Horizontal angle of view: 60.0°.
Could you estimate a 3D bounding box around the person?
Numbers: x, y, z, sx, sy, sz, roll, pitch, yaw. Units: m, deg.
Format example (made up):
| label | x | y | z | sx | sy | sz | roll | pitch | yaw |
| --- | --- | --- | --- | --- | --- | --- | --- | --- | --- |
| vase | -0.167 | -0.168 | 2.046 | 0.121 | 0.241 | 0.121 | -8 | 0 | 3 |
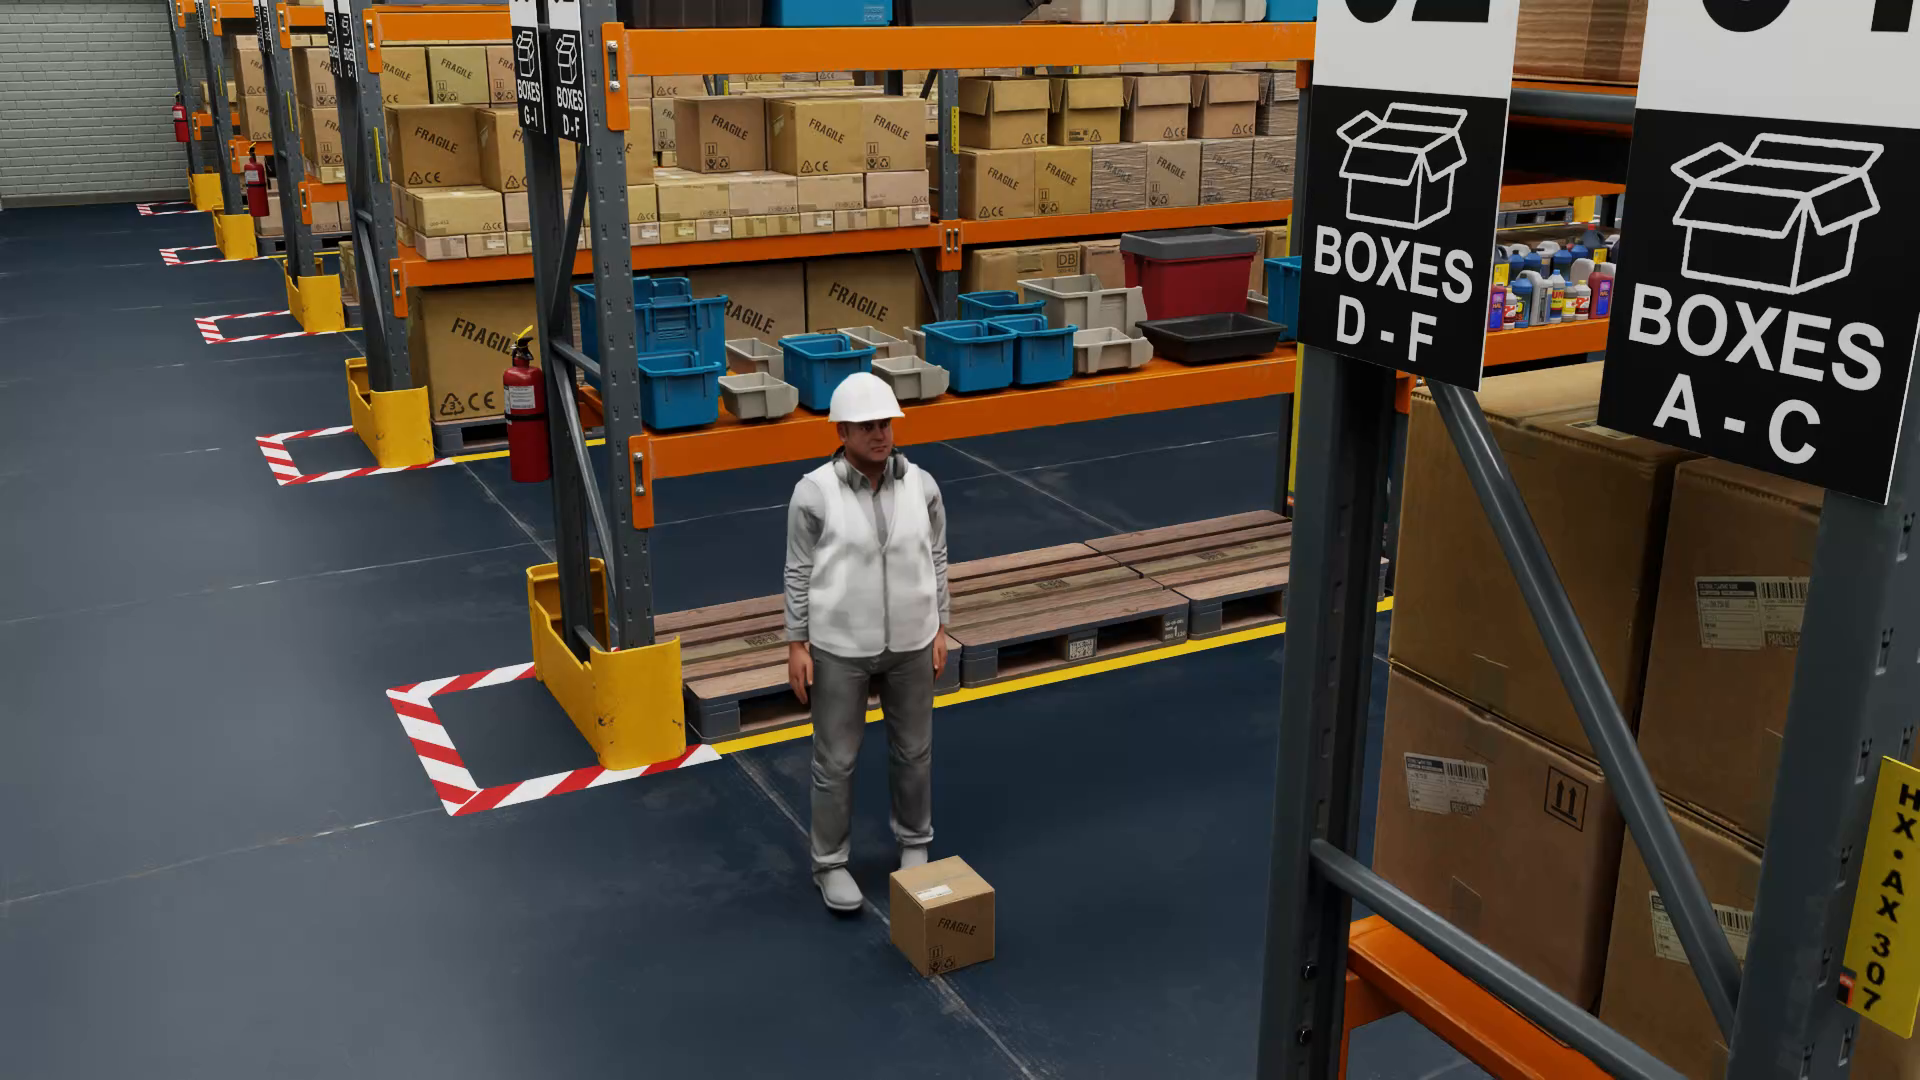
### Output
| label | x | y | z | sx | sy | sz | roll | pitch | yaw |
| --- | --- | --- | --- | --- | --- | --- | --- | --- | --- |
| person | -0.289 | 0.338 | 5.467 | 0.569 | 1.777 | 0.401 | -7 | 19 | -19 |
